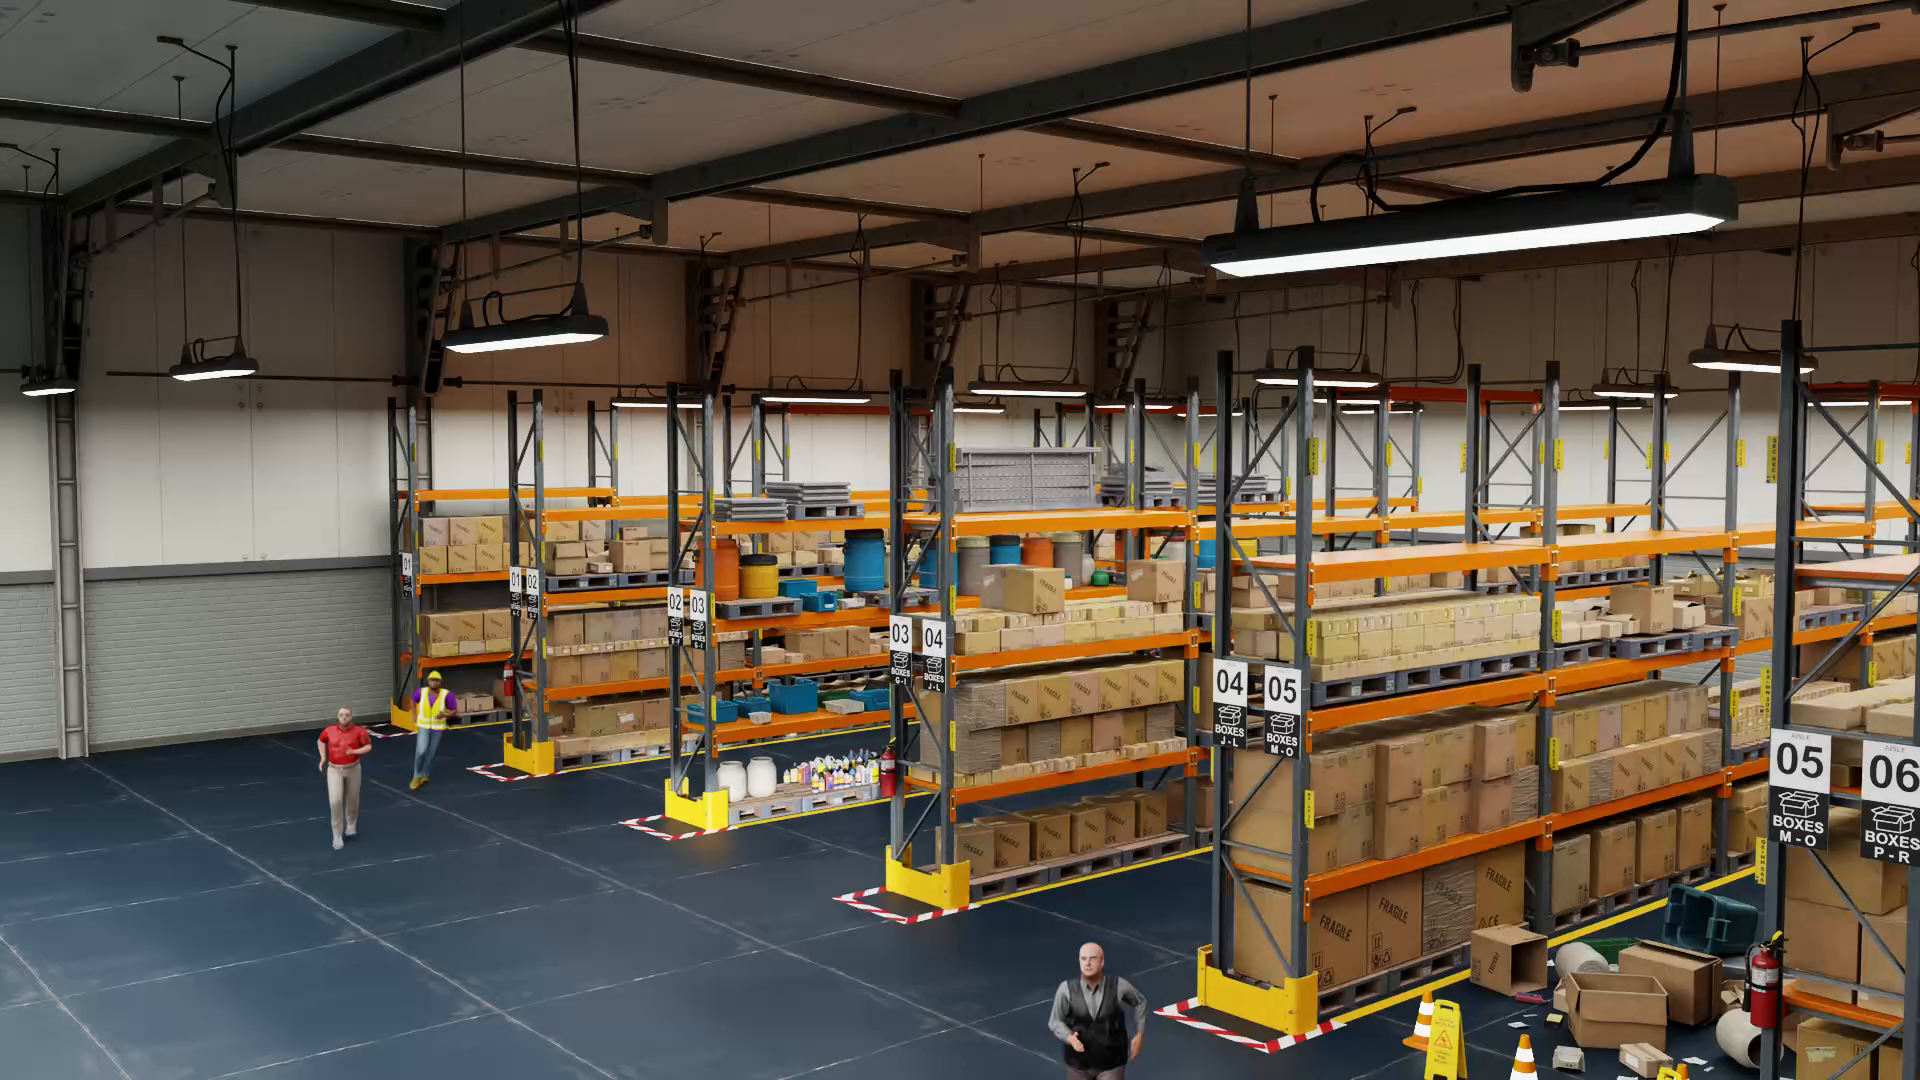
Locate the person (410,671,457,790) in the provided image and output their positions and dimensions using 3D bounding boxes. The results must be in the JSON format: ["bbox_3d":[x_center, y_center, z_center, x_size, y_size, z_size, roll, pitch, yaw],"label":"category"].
[{"bbox_3d":[-7.906,2.846,24.957,0.702,1.782,0.716,-1,3,-16],"label":"person"}]

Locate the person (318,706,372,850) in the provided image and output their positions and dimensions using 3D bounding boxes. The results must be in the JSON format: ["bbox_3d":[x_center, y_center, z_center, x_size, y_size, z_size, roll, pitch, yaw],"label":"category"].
[{"bbox_3d":[-7.952,3.034,21.519,0.654,1.774,0.818,-1,4,-21],"label":"person"}]

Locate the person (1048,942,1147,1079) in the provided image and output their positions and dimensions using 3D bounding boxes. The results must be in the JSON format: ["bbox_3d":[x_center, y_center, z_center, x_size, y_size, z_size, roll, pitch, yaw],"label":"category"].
[{"bbox_3d":[0.939,3.657,11.477,0.659,1.755,0.747,1,3,11],"label":"person"}]
